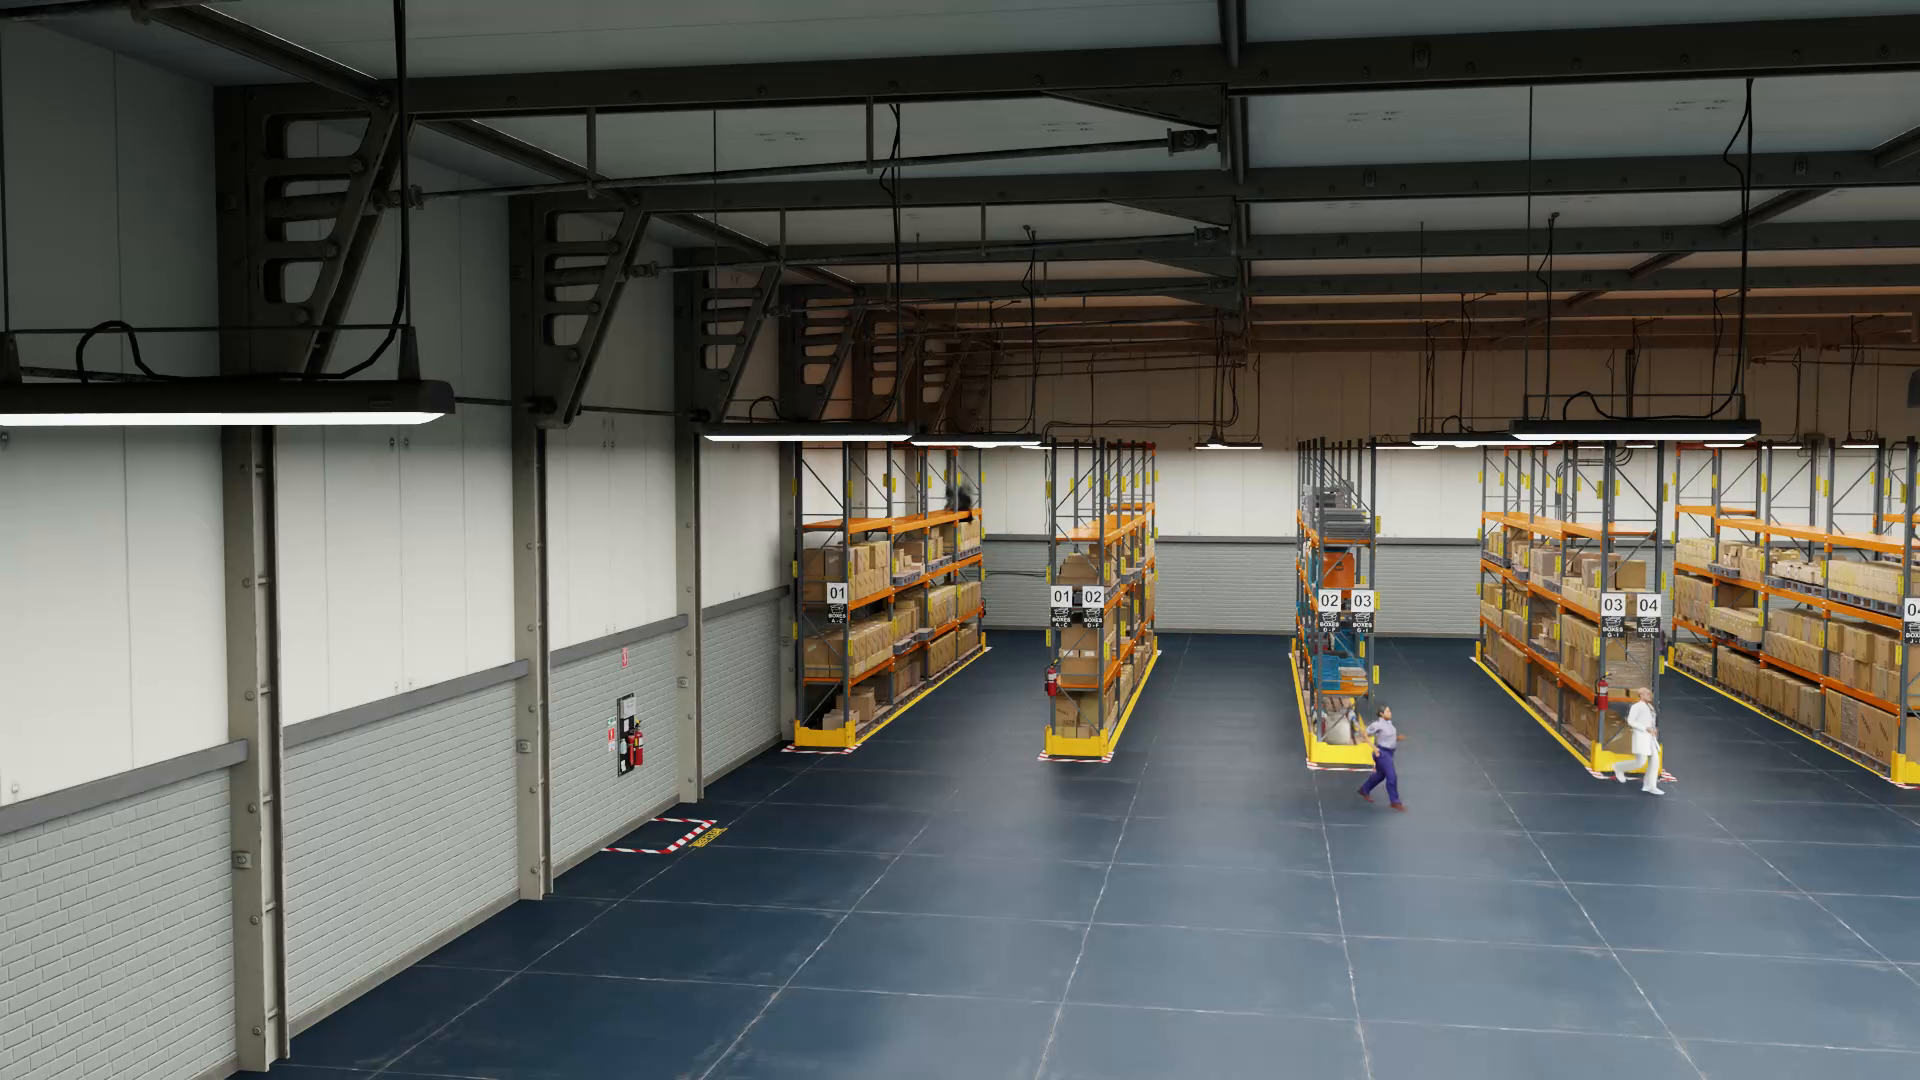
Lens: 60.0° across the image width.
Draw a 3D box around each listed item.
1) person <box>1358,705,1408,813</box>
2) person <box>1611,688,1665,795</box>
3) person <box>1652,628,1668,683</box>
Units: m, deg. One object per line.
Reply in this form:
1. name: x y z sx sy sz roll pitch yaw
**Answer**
1. person: 6.784 3.517 26.650 0.895 1.584 0.594 2 4 34
2. person: 11.514 3.372 28.093 0.721 1.769 0.929 -2 4 -38
3. person: 17.241 2.755 41.165 0.545 1.578 0.624 1 3 16
